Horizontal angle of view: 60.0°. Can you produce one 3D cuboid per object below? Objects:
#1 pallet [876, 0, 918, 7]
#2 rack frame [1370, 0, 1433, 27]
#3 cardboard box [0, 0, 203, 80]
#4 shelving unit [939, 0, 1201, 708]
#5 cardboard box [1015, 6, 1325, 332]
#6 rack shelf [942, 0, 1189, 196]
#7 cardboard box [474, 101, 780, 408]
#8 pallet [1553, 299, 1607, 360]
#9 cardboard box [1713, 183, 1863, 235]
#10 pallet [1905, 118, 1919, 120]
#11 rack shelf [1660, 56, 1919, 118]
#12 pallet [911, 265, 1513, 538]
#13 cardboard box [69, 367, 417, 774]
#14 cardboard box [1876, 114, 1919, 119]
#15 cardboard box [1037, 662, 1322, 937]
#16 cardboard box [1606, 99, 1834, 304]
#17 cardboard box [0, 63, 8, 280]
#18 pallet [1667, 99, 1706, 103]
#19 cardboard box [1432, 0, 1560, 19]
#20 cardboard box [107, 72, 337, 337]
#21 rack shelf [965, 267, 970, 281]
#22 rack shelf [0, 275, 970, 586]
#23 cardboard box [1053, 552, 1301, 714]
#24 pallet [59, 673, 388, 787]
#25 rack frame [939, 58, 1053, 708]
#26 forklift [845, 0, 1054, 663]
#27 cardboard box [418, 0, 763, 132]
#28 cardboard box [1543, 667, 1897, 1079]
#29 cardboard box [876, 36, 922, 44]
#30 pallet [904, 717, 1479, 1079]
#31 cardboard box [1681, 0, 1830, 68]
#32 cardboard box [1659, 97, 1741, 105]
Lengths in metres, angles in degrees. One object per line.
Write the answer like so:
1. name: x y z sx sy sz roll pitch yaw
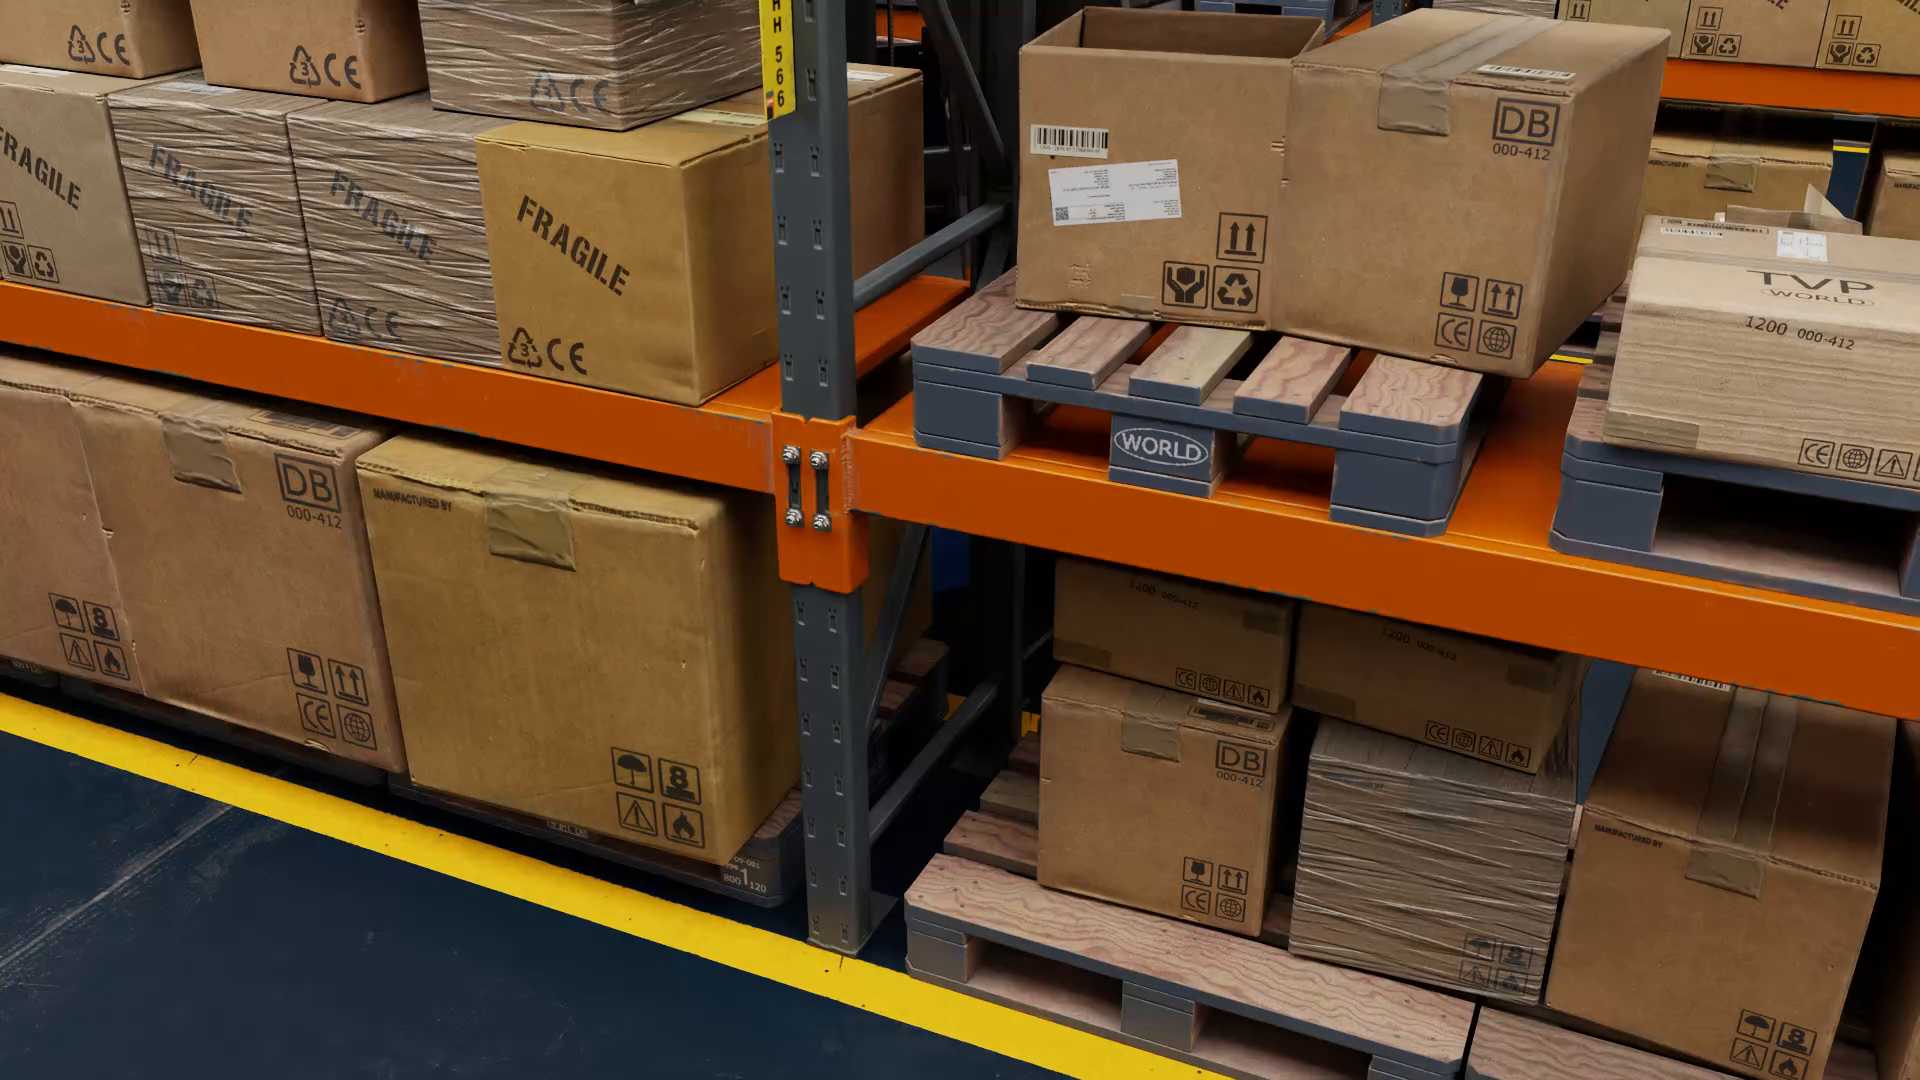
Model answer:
1. pallet: 0.237 -2.834 8.327 1.213 0.211 1.003 11 28 22
2. rack frame: 2.056 -2.574 7.583 0.127 3.000 1.000 11 28 22
3. cardboard box: -1.954 -1.474 4.099 0.637 0.503 0.797 12 29 23
4. shelving unit: 0.348 -0.508 4.311 0.503 2.100 0.431 9 28 32
5. cardboard box: 0.419 -0.749 3.287 0.500 0.500 0.500 8 27 15
6. rack shelf: 0.275 -1.135 4.041 0.480 0.518 0.431 9 28 32
7. cardboard box: -0.641 -0.634 3.529 0.500 0.500 0.500 12 29 23
8. pallet: 2.742 -1.149 7.845 1.213 0.211 1.003 11 28 22
9. cardboard box: 1.540 -0.530 3.108 0.258 0.266 0.396 11 28 20
10. pallet: 6.945 -2.743 11.082 1.213 0.211 1.003 11 28 22
11. rack shelf: 3.876 -1.886 6.999 4.000 0.370 1.077 11 28 22
12. pallet: 0.603 -0.425 3.435 1.003 0.211 1.213 11 28 22
13. cardboard box: -1.517 -0.134 4.557 0.875 0.875 1.225 11 28 22
14. cardboard box: 6.520 -3.086 11.122 0.625 0.372 0.950 13 29 25
15. cardboard box: 0.529 0.440 3.792 0.500 0.500 0.700 10 28 19
16. cardboard box: 3.370 -1.448 7.366 0.750 0.750 1.050 12 29 23
17. cardboard box: -2.502 -1.007 4.286 0.500 0.500 0.500 11 28 21
18. pallet: 4.723 -3.189 11.988 1.213 0.211 1.003 11 28 22
19. cardboard box: 2.353 -2.429 7.174 0.500 0.500 0.500 12 29 22
20. cardboard box: -1.567 -0.821 3.909 0.500 0.500 0.500 10 28 20
21. rack shelf: 0.349 -0.496 4.317 0.480 0.518 0.431 9 28 32
22. rack shelf: -1.910 -0.642 4.472 4.000 0.370 1.077 11 28 22
23. cardboard box: 0.533 0.099 3.635 0.500 0.250 0.500 13 29 24
24. pallet: -1.882 0.254 4.994 1.213 0.211 1.003 11 28 22
25. rack frame: 0.144 -0.540 4.441 0.015 2.100 0.400 9 28 32
26. forklift: -0.222 -1.573 5.627 1.130 2.935 3.031 -10 28 -19
27. cardboard box: -0.748 -1.234 3.611 0.637 0.503 0.797 12 29 24
28. cardboard box: 1.558 0.637 3.392 0.500 0.500 0.700 14 29 26
29. cardboard box: -0.340 -2.575 9.090 0.500 0.250 0.500 13 29 24
30. pallet: 0.621 0.796 3.894 1.213 0.211 1.003 11 28 22
31. cardboard box: 3.276 -2.244 6.800 0.500 0.500 0.500 11 28 22
32. cardboard box: 5.198 -3.354 11.665 0.625 0.372 0.950 11 28 21
